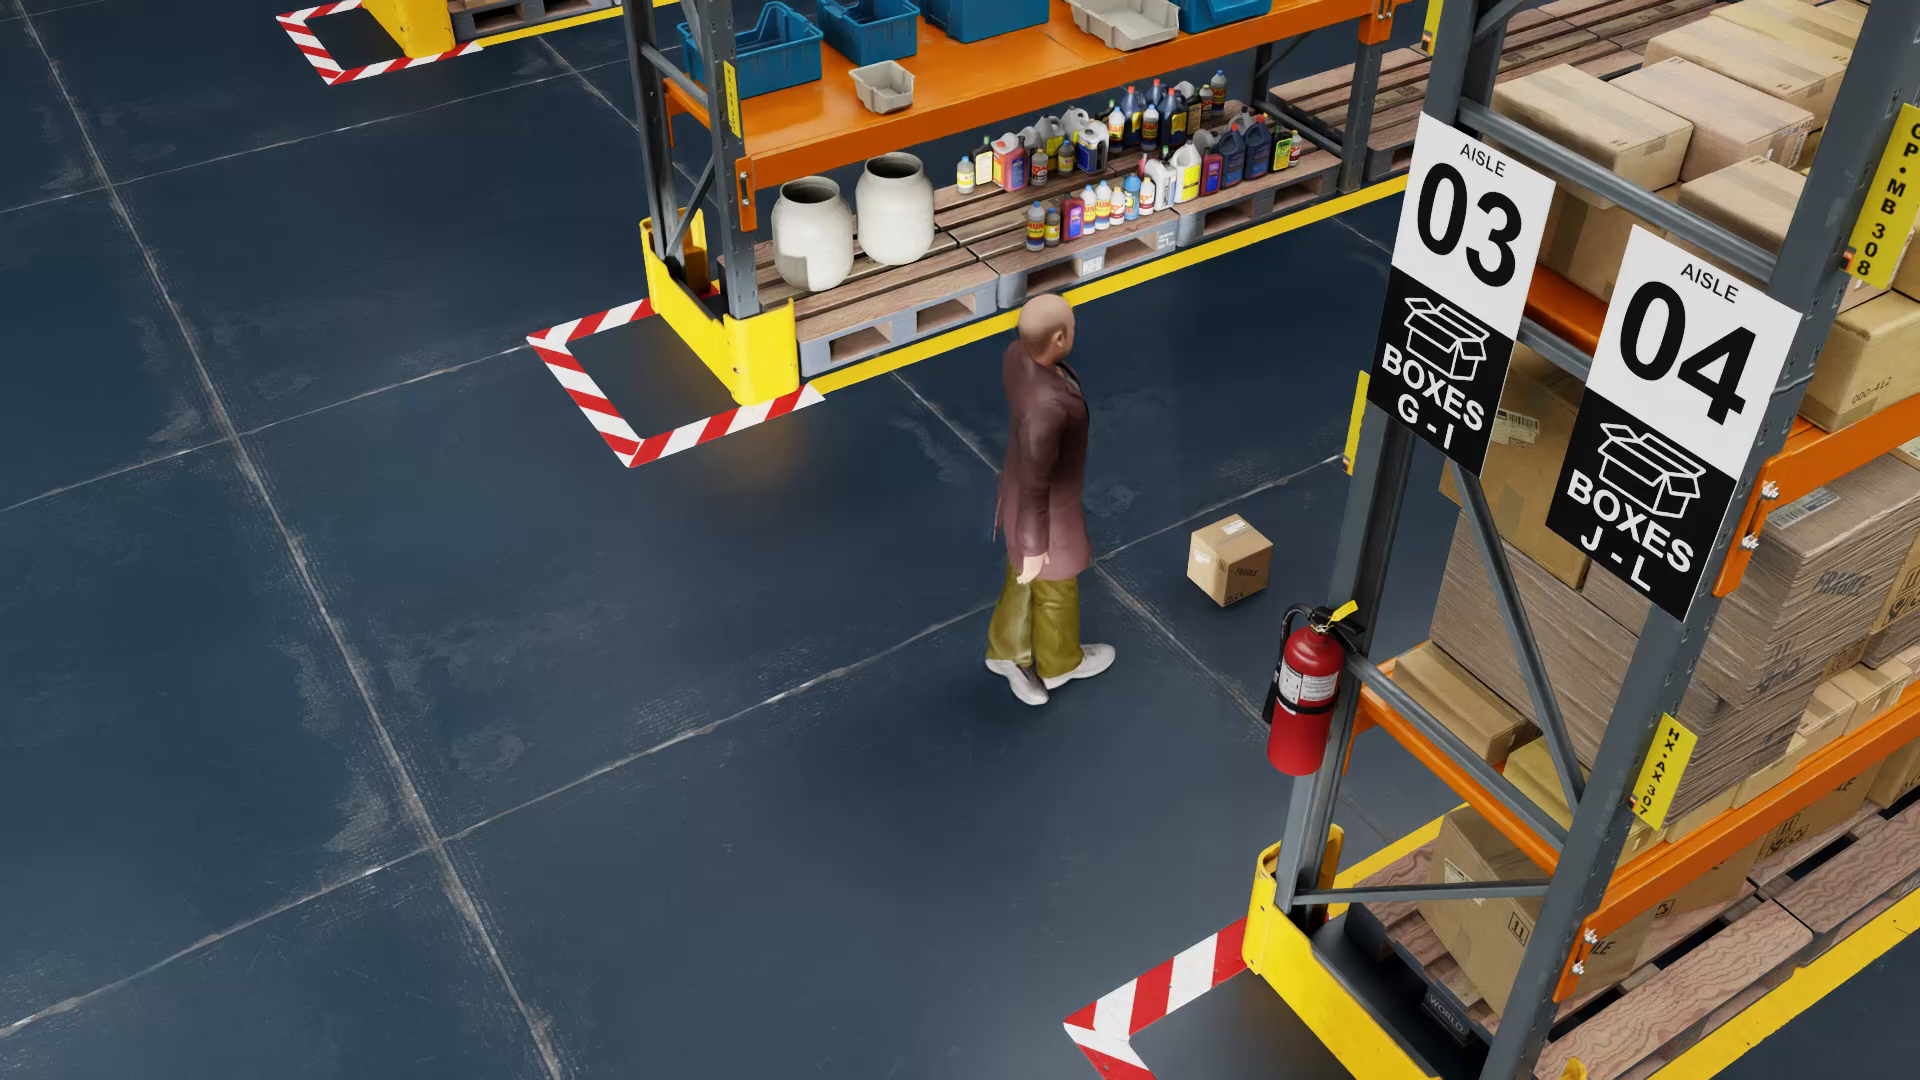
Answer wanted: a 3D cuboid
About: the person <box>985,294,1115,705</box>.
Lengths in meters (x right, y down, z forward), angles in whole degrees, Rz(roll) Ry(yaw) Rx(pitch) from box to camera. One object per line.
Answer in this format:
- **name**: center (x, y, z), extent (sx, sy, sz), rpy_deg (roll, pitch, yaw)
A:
- **person**: center (0.376, -0.129, 6.320), extent (0.550, 1.774, 0.629), rpy_deg (-3, 40, -3)
